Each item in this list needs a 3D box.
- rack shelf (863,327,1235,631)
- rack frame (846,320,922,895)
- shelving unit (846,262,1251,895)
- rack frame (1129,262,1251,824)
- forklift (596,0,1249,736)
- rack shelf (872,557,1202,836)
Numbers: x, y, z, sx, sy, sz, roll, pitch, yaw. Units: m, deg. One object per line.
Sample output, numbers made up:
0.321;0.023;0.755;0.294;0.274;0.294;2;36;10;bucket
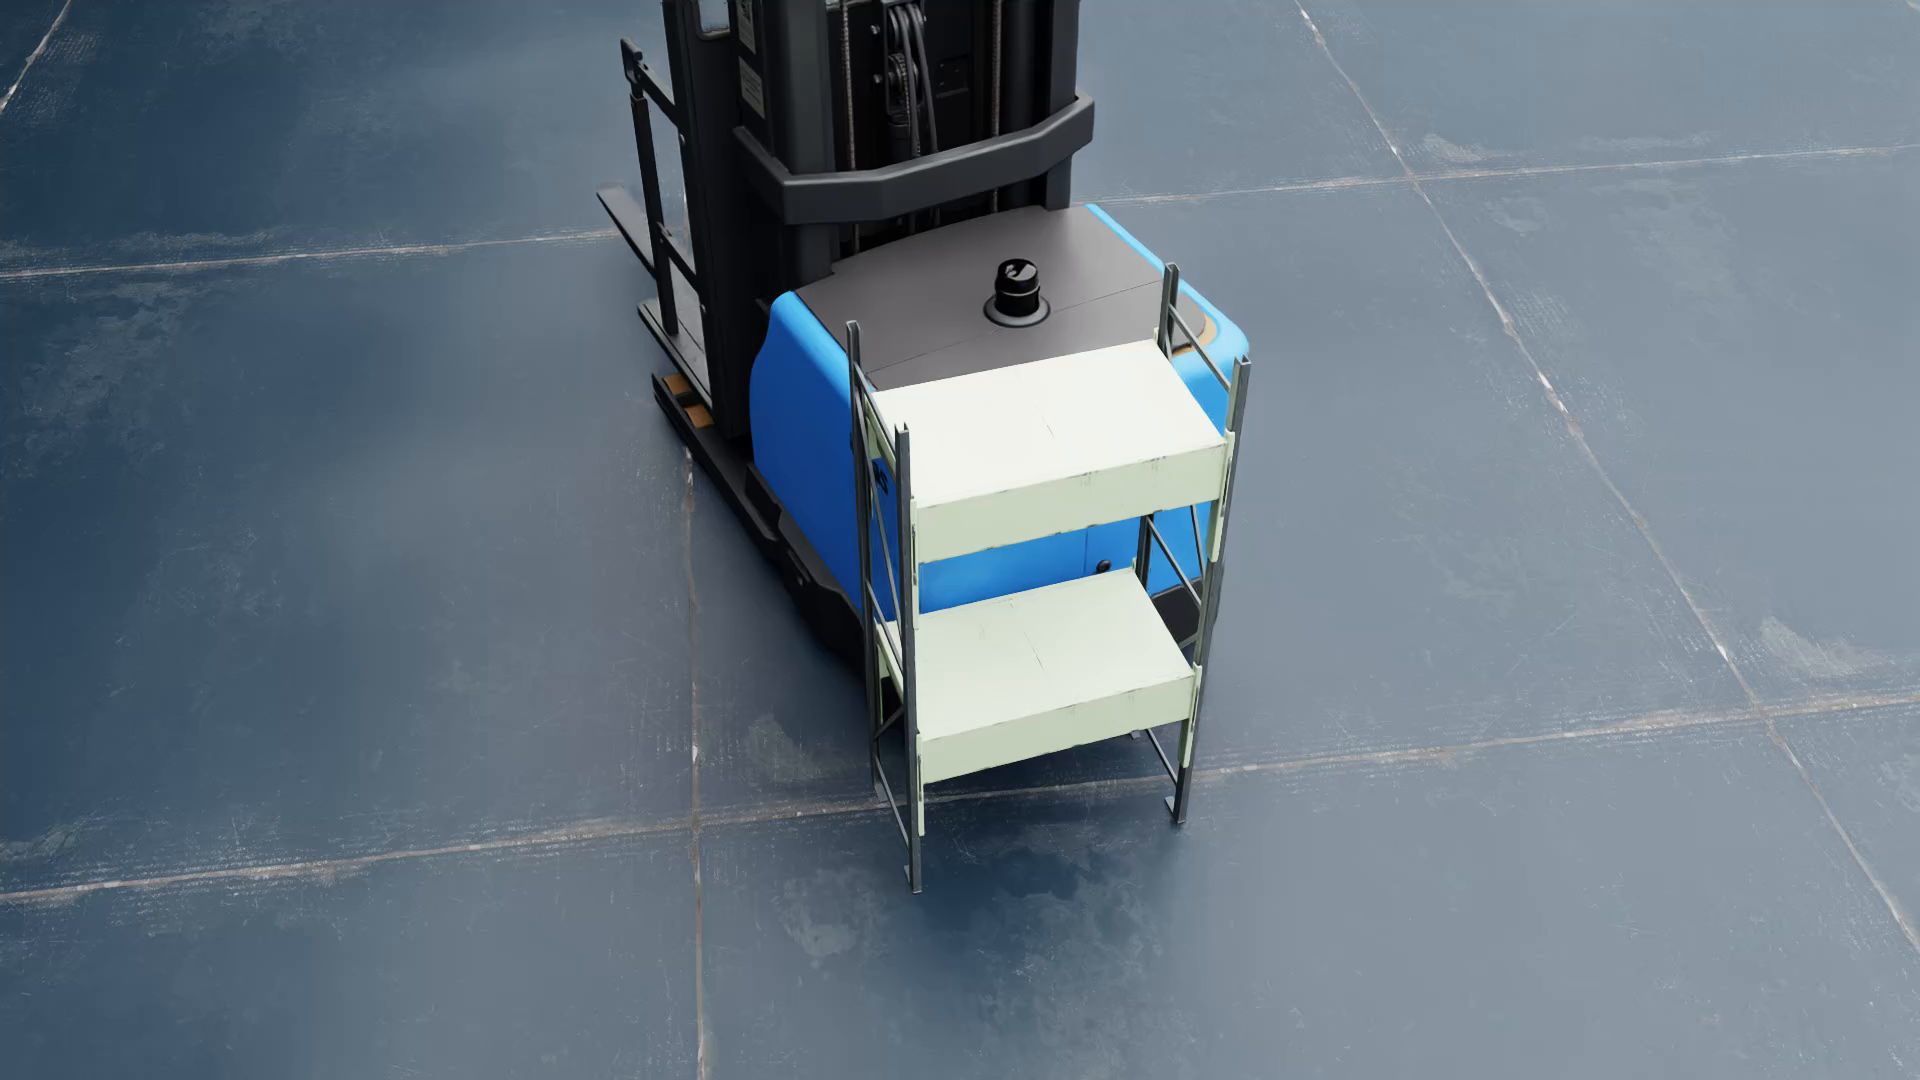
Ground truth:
0.178;-0.146;3.709;0.720;0.370;0.431;-12;43;-13;rack shelf
-0.170;0.220;3.887;0.023;1.500;0.400;-12;43;-13;rack frame
0.178;0.144;3.971;0.755;1.500;0.431;-12;43;-13;shelving unit
0.526;0.068;4.054;0.023;1.500;0.400;-12;43;-13;rack frame
-0.390;-1.514;4.740;1.130;2.935;3.031;-20;46;-21;forklift
0.178;0.386;4.189;0.720;0.370;0.431;-12;43;-13;rack shelf
